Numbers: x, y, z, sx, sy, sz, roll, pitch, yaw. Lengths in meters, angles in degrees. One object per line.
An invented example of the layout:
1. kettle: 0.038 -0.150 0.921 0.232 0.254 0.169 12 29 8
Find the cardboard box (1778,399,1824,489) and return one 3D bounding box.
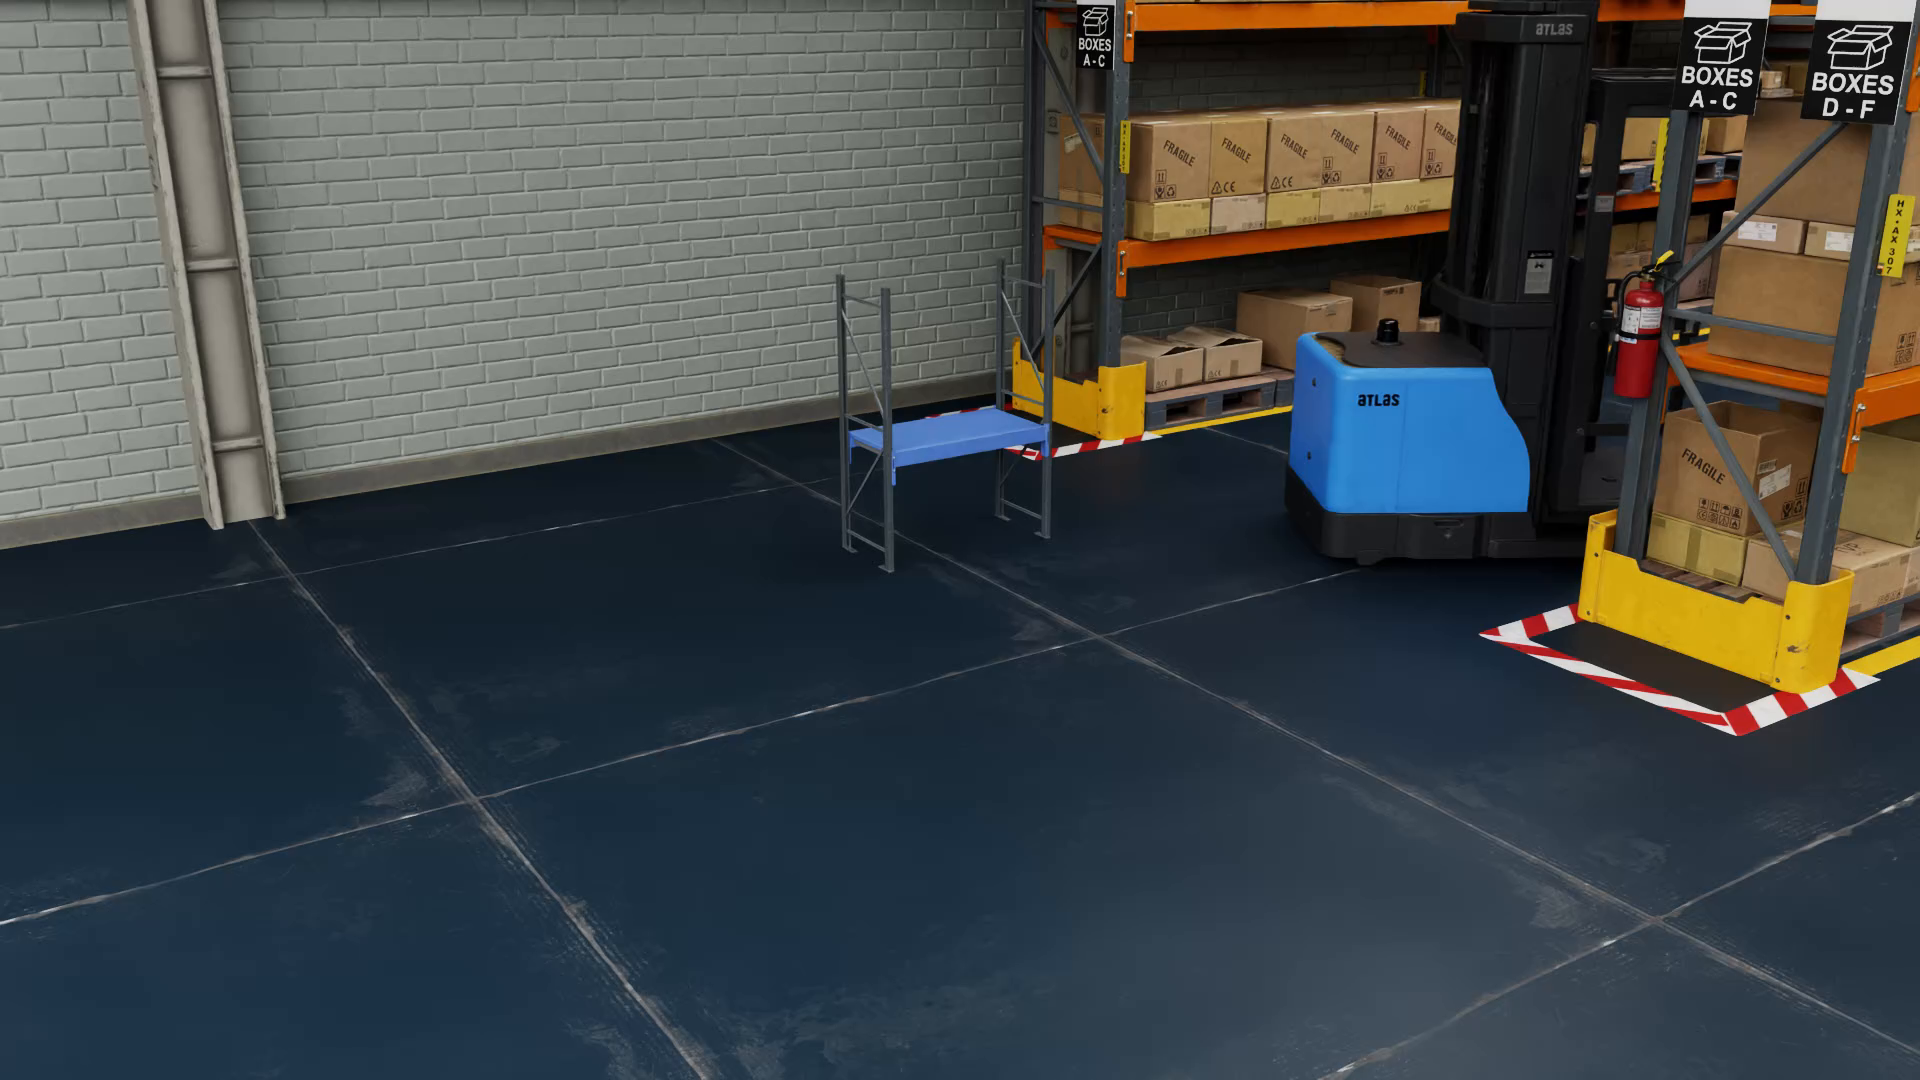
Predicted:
1. cardboard box: 4.596 -0.538 8.619 0.500 0.500 0.500 -12 22 -31

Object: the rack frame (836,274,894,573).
1. rack frame: -0.496 -0.606 8.695 0.032 1.500 0.500 -12 22 -31

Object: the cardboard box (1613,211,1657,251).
1. cardboard box: 5.928 -2.729 14.678 0.500 0.250 0.500 -12 22 -32

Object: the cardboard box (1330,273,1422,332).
1. cardboard box: 3.253 -1.792 13.077 0.500 0.500 0.500 -14 23 -35

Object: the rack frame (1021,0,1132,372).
1. rack frame: 0.757 -2.256 11.236 0.127 3.000 1.000 -12 22 -31

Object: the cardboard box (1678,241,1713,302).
1. cardboard box: 6.371 -2.489 15.141 0.500 0.500 0.700 -12 22 -31

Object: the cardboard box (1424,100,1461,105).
1. cardboard box: 3.873 -3.089 12.729 0.500 0.500 0.500 -12 22 -32

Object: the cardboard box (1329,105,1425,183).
1. cardboard box: 3.032 -2.913 12.211 0.500 0.500 0.500 -13 22 -33

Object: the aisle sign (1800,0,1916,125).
1. aisle sign: 3.598 -2.070 6.625 0.004 0.787 0.394 -12 22 -31

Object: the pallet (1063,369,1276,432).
1. pallet: 1.518 -1.083 12.117 1.213 0.211 1.003 -12 22 -31

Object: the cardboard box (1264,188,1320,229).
1. cardboard box: 2.193 -2.379 11.802 0.500 0.250 0.500 -12 22 -32

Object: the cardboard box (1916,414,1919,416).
1. cardboard box: 4.882 -0.399 8.207 0.500 0.500 0.500 -12 22 -31

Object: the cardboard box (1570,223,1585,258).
1. cardboard box: 5.069 -2.553 14.158 0.500 0.250 0.500 -12 22 -33

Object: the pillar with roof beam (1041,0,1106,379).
1. pillar with roof beam: 3.233 -4.302 7.918 0.400 9.000 9.100 -12 22 -31

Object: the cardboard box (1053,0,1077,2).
1. cardboard box: 0.966 -3.876 11.154 0.500 0.500 0.500 -10 21 -28

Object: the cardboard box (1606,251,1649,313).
1. cardboard box: 5.555 -2.303 14.589 0.500 0.500 0.700 -12 22 -31

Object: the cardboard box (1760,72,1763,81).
1. cardboard box: 6.906 -4.099 14.831 0.250 0.149 0.380 -17 25 -40

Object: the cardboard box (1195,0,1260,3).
1. cardboard box: 1.642 -3.811 10.964 0.500 0.500 0.500 -10 21 -28

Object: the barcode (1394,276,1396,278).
1. barcode: 3.514 -2.106 13.507 0.075 0.075 0.001 -12 22 -31

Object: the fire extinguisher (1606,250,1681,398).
1. fire extinguisher: 3.130 -0.999 7.637 0.183 0.674 0.296 -12 22 -31

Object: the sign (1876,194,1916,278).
1. sign: 3.785 -1.230 6.725 0.005 0.325 0.100 -12 22 -31

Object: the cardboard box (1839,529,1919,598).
1. cardboard box: 4.470 0.048 8.058 0.500 0.250 0.500 -12 22 -31

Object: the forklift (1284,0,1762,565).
1. forklift: 3.405 -1.408 8.833 3.031 2.935 1.130 -1 19 -2

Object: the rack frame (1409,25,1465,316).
1. rack frame: 4.097 -2.961 13.320 0.127 3.000 1.000 -12 22 -31

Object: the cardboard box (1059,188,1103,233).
1. cardboard box: 1.041 -2.329 11.653 0.500 0.250 0.500 -12 22 -31

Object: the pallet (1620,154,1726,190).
1. pallet: 5.807 -3.215 14.371 1.213 0.211 1.003 -12 22 -31

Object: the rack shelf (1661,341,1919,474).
1. rack shelf: 5.155 -0.944 8.476 4.000 0.370 1.077 -12 22 -31

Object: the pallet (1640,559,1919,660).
1. pallet: 4.100 0.243 8.196 1.213 0.211 1.003 -12 22 -31

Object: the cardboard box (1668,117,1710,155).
1. cardboard box: 6.023 -3.611 14.398 0.500 0.500 0.700 -12 22 -31

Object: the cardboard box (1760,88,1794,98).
1. cardboard box: 7.051 -3.836 15.065 0.500 0.500 0.700 -15 24 -38

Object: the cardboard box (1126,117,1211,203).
1. cardboard box: 1.321 -2.554 11.147 0.500 0.500 0.500 -12 22 -31

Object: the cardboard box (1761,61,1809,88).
1. cardboard box: 7.674 -4.368 15.658 0.500 0.250 0.500 -11 22 -30

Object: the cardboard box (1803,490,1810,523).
1. cardboard box: 4.181 -0.093 8.475 0.500 0.250 0.500 -12 22 -31

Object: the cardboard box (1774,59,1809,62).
1. cardboard box: 8.109 -4.458 15.925 0.500 0.250 0.500 -13 22 -33

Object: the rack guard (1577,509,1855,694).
1. rack guard: 3.464 0.256 7.706 0.348 0.500 1.175 -12 22 -31

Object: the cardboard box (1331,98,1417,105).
1. cardboard box: 3.156 -3.138 12.874 0.500 0.500 0.500 -12 22 -32

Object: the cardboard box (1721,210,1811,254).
1. cardboard box: 3.699 -1.405 7.548 0.250 0.149 0.380 -12 22 -32

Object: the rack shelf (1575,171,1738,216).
1. rack shelf: 5.768 -2.973 14.477 4.000 0.370 1.077 -12 22 -31

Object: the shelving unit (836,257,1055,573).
1. shelving unit: -0.071 -0.695 8.960 1.048 1.500 0.538 -12 22 -31

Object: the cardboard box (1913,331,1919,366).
1. cardboard box: 4.317 -1.152 7.813 0.500 0.500 0.700 -11 22 -30

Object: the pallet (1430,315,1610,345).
1. pallet: 4.747 -1.778 14.173 1.213 0.211 1.003 -12 22 -31

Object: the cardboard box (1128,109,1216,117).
1. cardboard box: 1.459 -2.776 11.805 0.500 0.500 0.500 -12 22 -31

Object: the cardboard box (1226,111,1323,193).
1. cardboard box: 2.174 -2.728 11.661 0.500 0.500 0.500 -13 22 -33

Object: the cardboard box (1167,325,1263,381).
1. cardboard box: 1.860 -1.389 12.182 0.500 0.311 0.500 -10 21 -27

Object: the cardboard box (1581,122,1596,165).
1. cardboard box: 5.012 -3.394 13.757 0.500 0.500 0.700 -9 21 -26

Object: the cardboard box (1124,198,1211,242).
1. cardboard box: 1.339 -2.196 11.260 0.500 0.250 0.500 -13 22 -33

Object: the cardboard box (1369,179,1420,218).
1. cardboard box: 3.036 -2.557 12.327 0.500 0.250 0.500 -12 22 -32

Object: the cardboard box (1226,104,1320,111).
1. cardboard box: 2.309 -2.957 12.340 0.500 0.500 0.500 -12 22 -31

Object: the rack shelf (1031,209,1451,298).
1. rack shelf: 2.427 -2.268 12.393 4.000 0.370 1.077 -12 22 -31

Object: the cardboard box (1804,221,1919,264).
1. cardboard box: 3.930 -1.298 7.233 0.250 0.149 0.380 -12 22 -32

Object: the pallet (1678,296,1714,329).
1. pallet: 6.785 -2.207 15.444 1.213 0.211 1.003 -12 22 -31

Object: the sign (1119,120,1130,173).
1. sign: 1.055 -2.521 10.668 0.005 0.325 0.100 -12 22 -31
